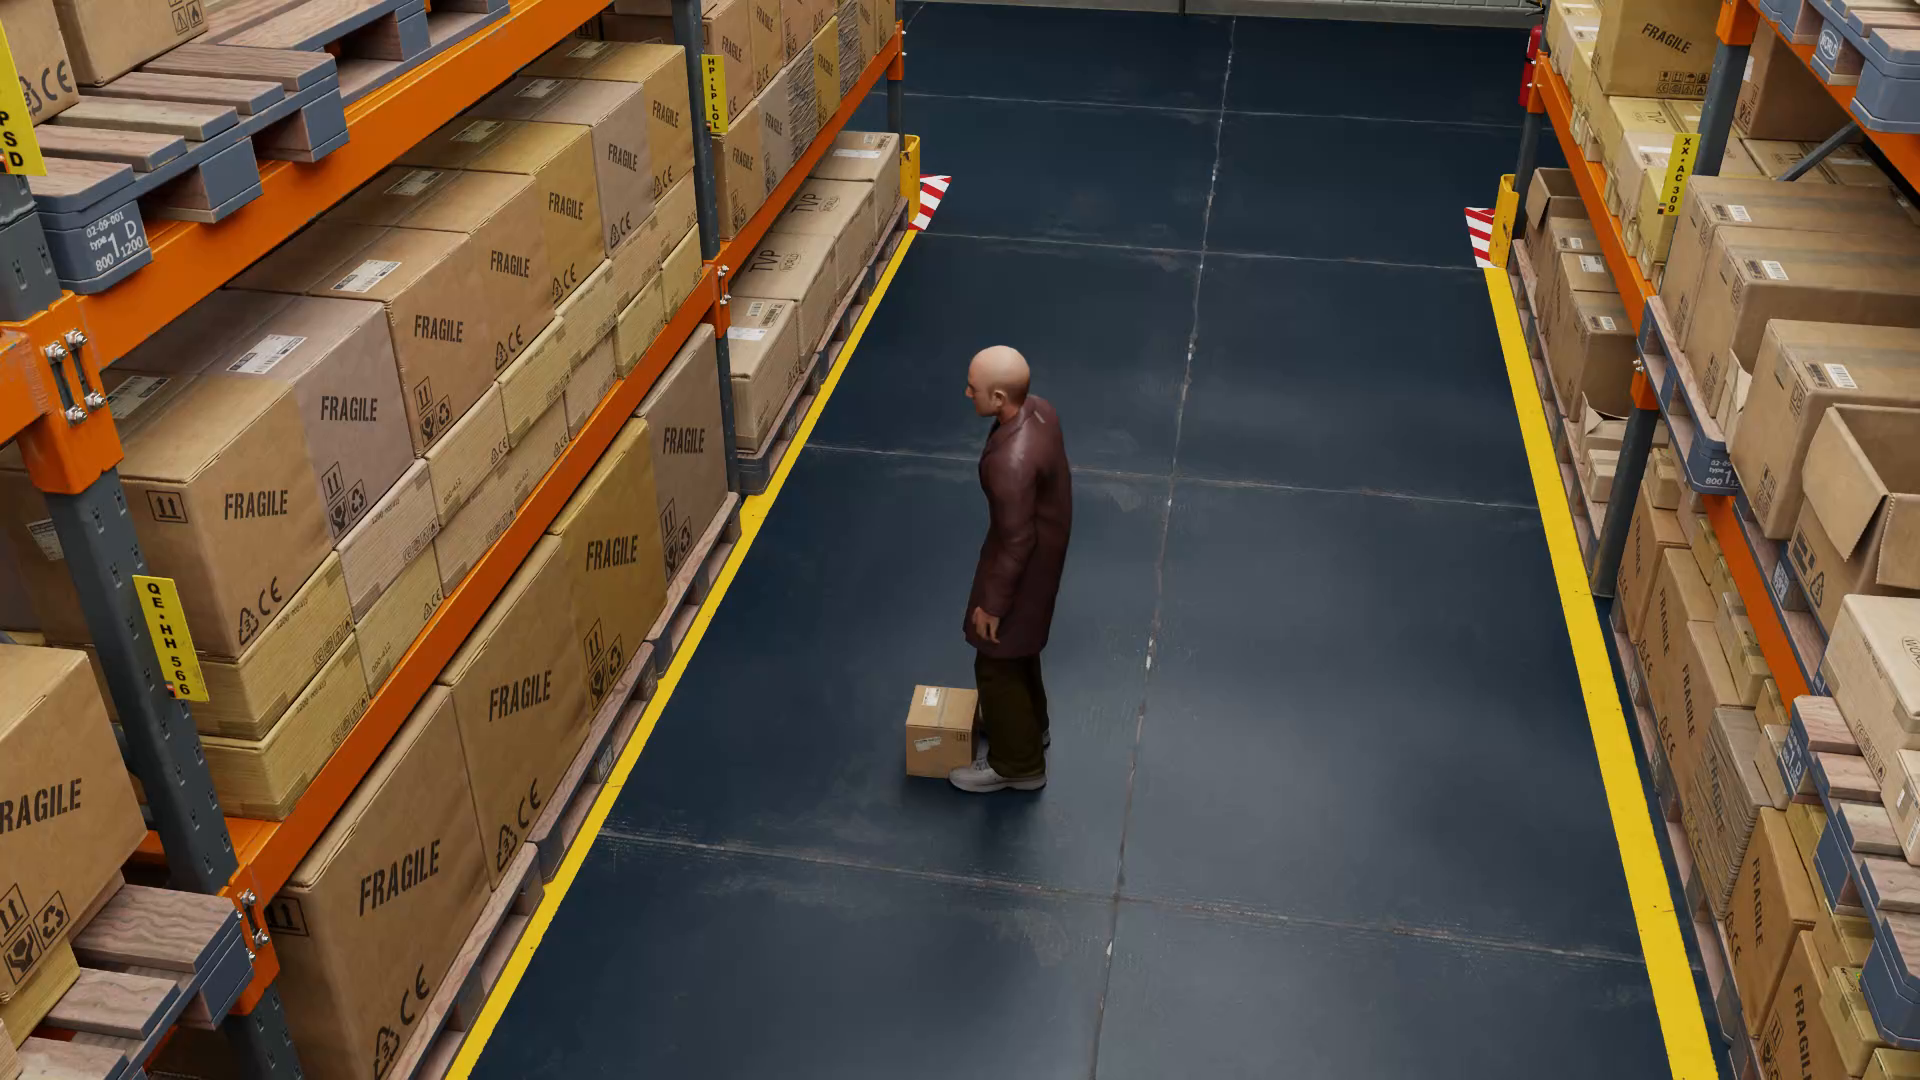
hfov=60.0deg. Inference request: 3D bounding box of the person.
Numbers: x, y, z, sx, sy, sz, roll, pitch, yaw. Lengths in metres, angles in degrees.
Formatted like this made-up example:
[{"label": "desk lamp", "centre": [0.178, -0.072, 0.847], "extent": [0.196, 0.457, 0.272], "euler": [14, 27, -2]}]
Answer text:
[{"label": "person", "centre": [0.181, 0.192, 6.021], "extent": [0.426, 1.585, 0.644], "euler": [5, 32, 9]}]
